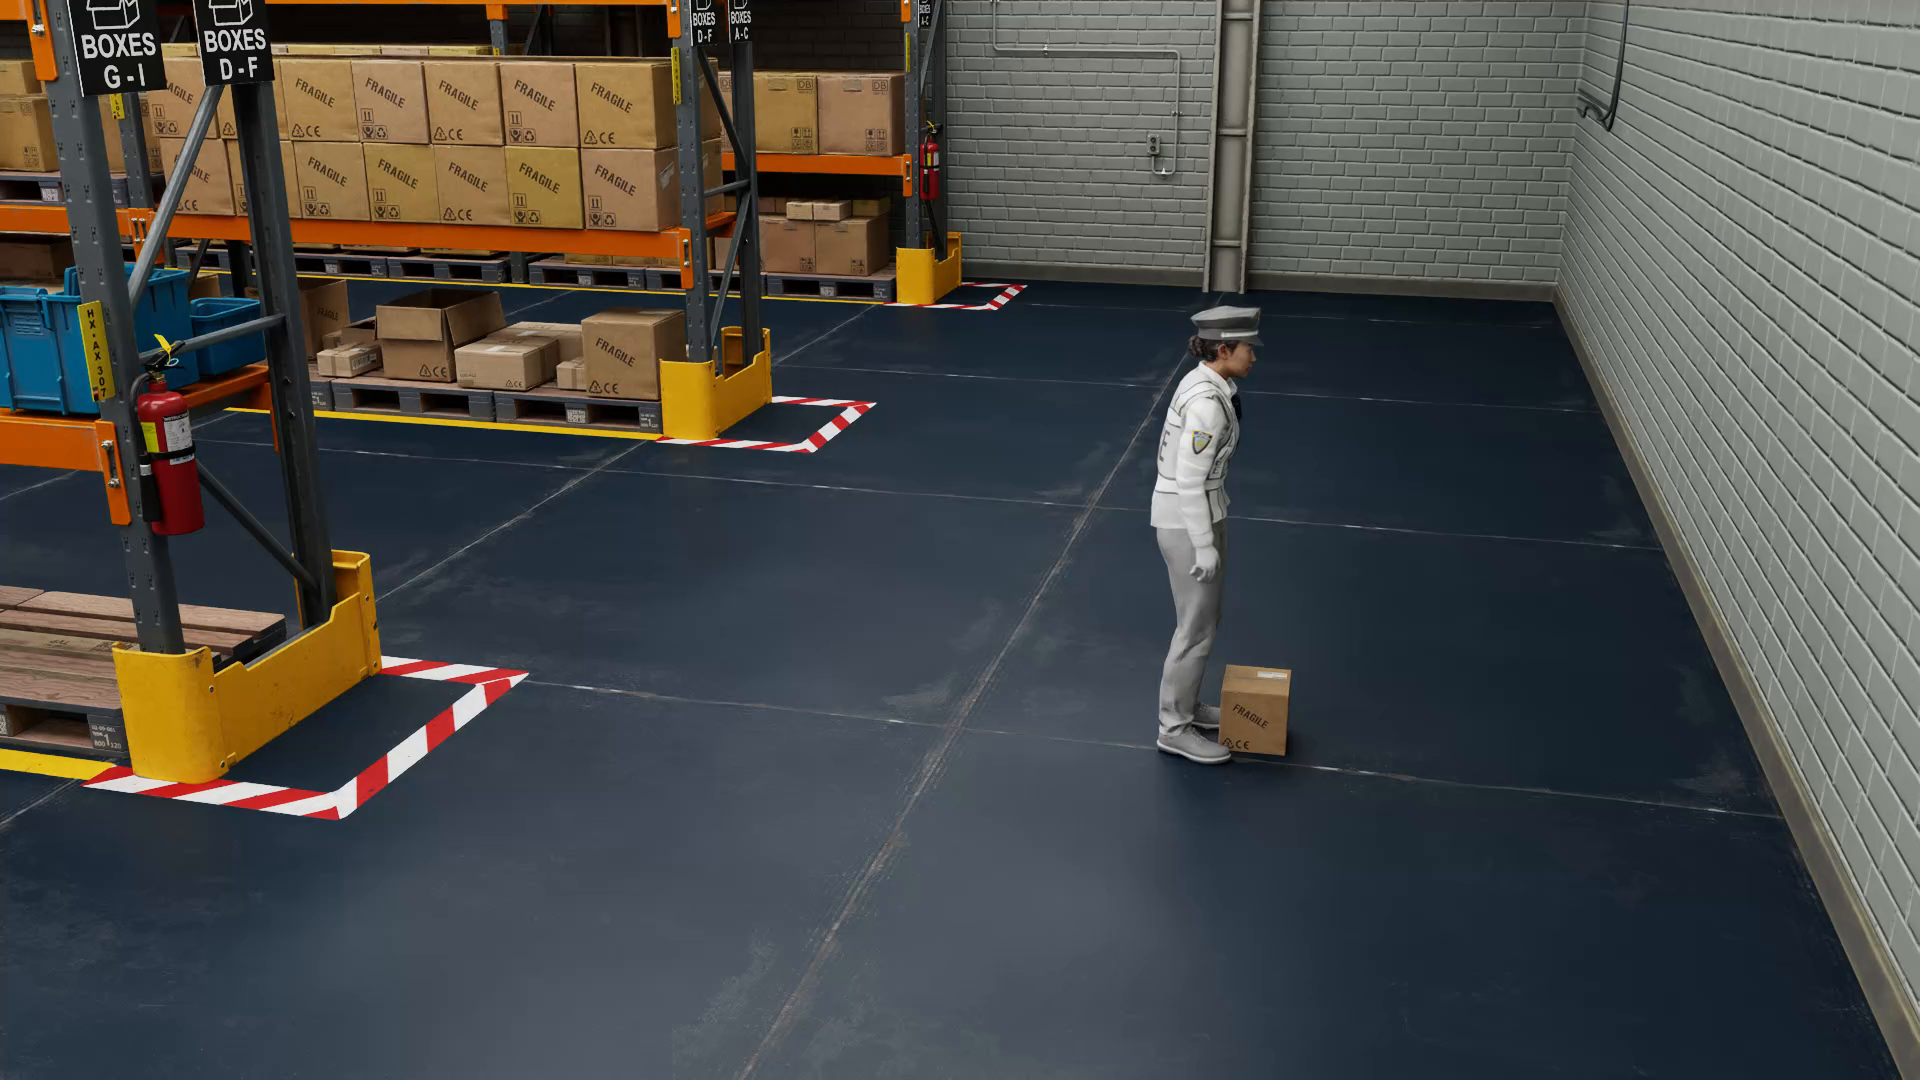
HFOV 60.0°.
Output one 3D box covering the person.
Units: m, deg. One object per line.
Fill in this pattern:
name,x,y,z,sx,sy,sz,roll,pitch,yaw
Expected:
person,0.897,-0.038,6.170,0.379,1.662,0.535,4,19,13
